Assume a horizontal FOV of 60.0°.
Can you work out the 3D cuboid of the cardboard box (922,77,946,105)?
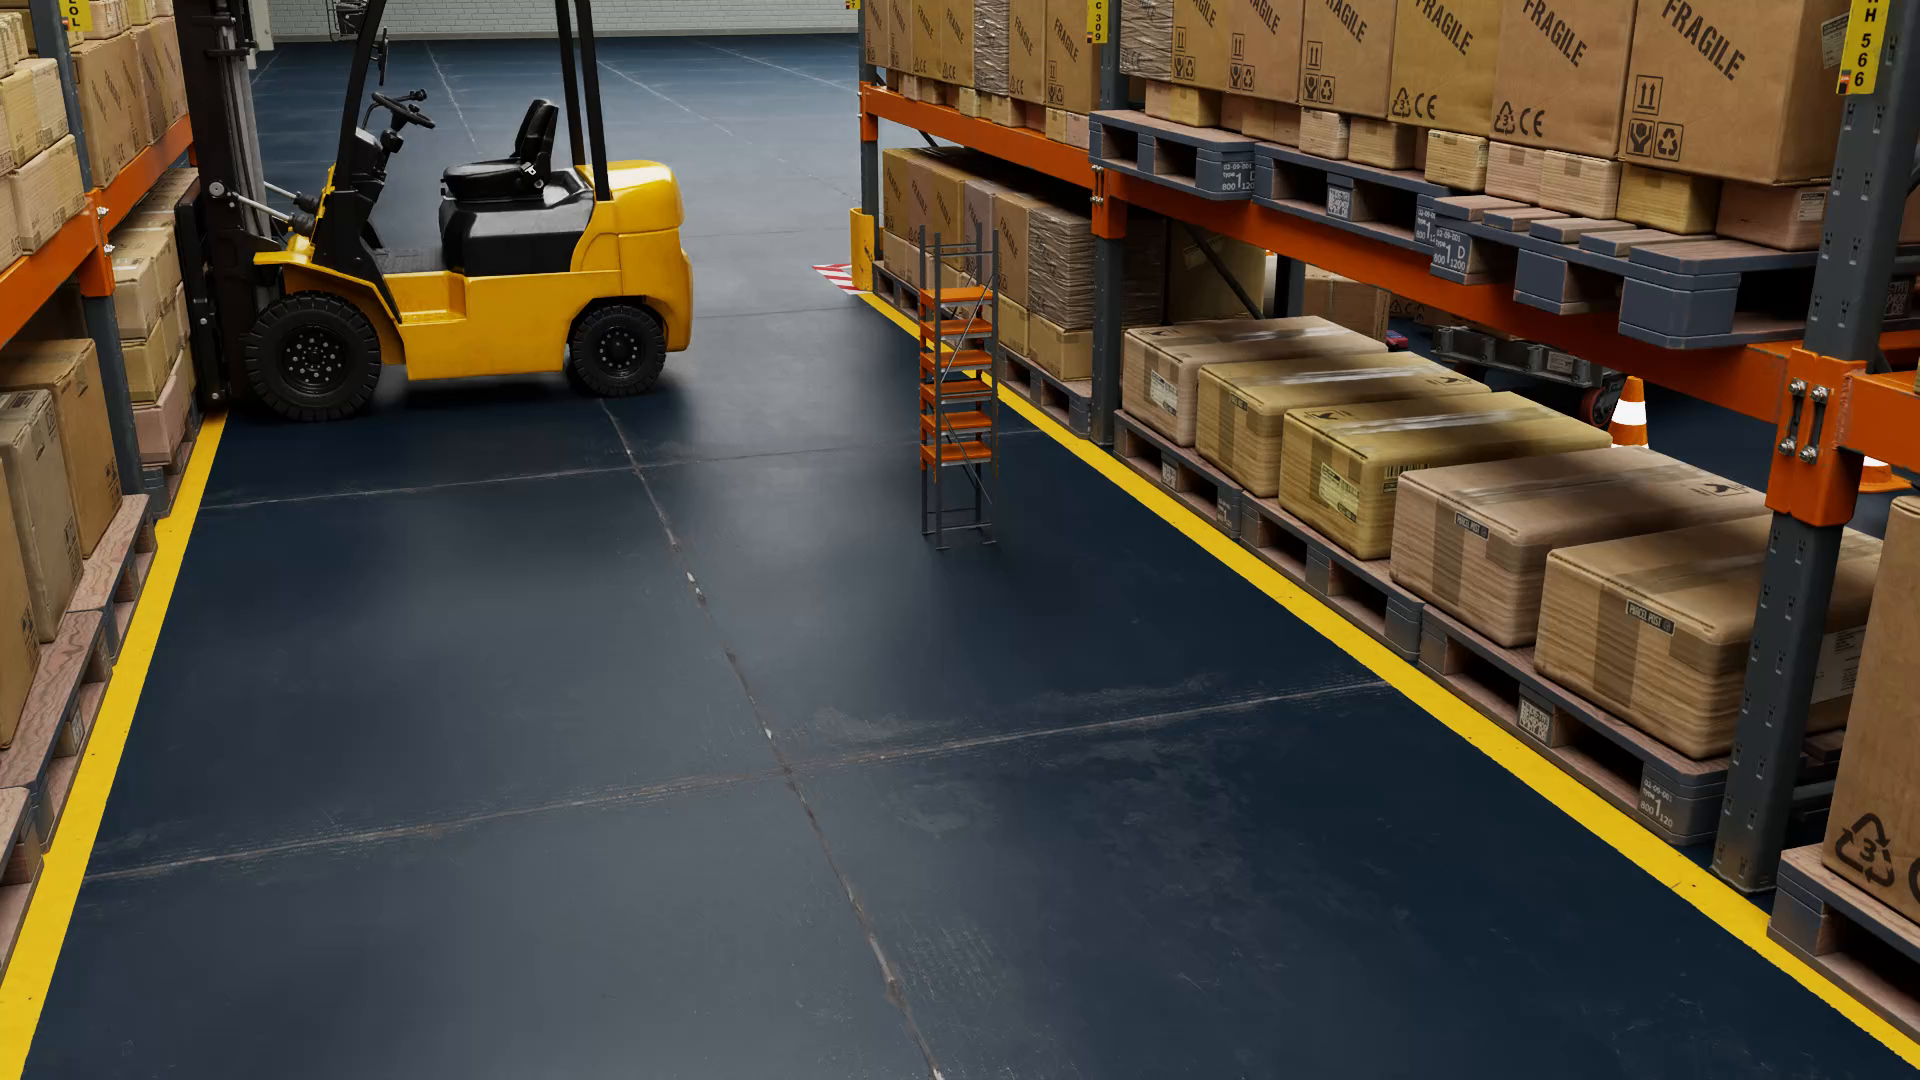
[{"bbox_3d":[-0.005,-2.600,9.590,0.380,0.149,0.250,-6,21,-16],"label":"cardboard box"}]

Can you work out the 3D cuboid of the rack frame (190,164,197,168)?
[{"bbox_3d":[-4.874,-2.660,9.385,1.000,3.000,0.127,-6,21,-17],"label":"rack frame"}]

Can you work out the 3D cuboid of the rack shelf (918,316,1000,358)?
[{"bbox_3d":[-0.005,-0.753,6.160,0.258,0.103,0.180,-6,21,-17],"label":"rack shelf"}]

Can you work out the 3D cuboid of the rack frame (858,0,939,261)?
[{"bbox_3d":[-0.163,-3.189,10.857,1.000,3.000,0.127,-6,21,-17],"label":"rack frame"}]

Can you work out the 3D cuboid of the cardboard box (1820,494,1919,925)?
[{"bbox_3d":[2.489,0.411,3.356,0.875,0.875,0.875,-7,21,-18],"label":"cardboard box"}]

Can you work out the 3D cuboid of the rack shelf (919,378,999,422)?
[{"bbox_3d":[-0.005,-0.528,6.242,0.258,0.103,0.180,-6,21,-17],"label":"rack shelf"}]

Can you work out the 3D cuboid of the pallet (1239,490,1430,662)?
[{"bbox_3d":[1.727,0.049,5.967,1.003,0.211,1.213,-6,21,-17],"label":"pallet"}]

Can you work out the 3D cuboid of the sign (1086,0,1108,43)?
[{"bbox_3d":[0.581,-2.252,6.969,0.100,0.325,0.005,-6,21,-17],"label":"sign"}]

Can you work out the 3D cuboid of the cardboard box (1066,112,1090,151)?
[{"bbox_3d":[0.703,-1.858,7.522,0.380,0.149,0.250,-7,21,-18],"label":"cardboard box"}]

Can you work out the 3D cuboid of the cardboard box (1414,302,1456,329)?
[{"bbox_3d":[3.094,-1.484,9.602,0.797,0.637,0.503,-6,21,-17],"label":"cardboard box"}]

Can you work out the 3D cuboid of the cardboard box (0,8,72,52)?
[{"bbox_3d":[-3.468,-1.859,6.047,0.380,0.149,0.250,-7,21,-18],"label":"cardboard box"}]

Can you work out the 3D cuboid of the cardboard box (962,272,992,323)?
[{"bbox_3d":[0.321,-1.303,9.054,0.500,0.250,0.500,-6,21,-16],"label":"cardboard box"}]

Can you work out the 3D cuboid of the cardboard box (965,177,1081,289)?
[{"bbox_3d":[0.330,-1.649,8.908,0.500,0.500,0.500,-5,20,-14],"label":"cardboard box"}]

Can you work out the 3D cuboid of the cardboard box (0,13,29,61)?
[{"bbox_3d":[-3.299,-1.643,5.445,0.380,0.149,0.250,-6,21,-15],"label":"cardboard box"}]

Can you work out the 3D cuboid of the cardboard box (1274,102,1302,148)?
[{"bbox_3d":[1.317,-1.443,5.747,0.380,0.149,0.250,-6,21,-17],"label":"cardboard box"}]

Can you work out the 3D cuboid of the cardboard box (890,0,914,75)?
[{"bbox_3d":[-0.112,-3.028,9.822,0.500,0.500,0.500,-6,21,-16],"label":"cardboard box"}]

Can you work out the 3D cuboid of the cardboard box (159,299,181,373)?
[{"bbox_3d":[-3.636,-0.865,7.093,0.500,0.250,0.500,-6,21,-17],"label":"cardboard box"}]

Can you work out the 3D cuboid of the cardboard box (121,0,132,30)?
[{"bbox_3d":[-3.935,-2.357,7.435,0.380,0.149,0.250,-7,21,-18],"label":"cardboard box"}]

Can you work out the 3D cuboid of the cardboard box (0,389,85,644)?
[{"bbox_3d":[-3.206,-0.040,4.983,0.875,0.625,0.625,-7,21,-18],"label":"cardboard box"}]

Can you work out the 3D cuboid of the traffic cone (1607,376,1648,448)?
[{"bbox_3d":[2.813,-0.462,7.018,0.336,0.463,0.334,-6,21,-17],"label":"traffic cone"}]

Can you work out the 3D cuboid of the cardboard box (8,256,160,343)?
[{"bbox_3d":[-3.471,-0.939,6.561,0.500,0.250,0.500,-7,21,-18],"label":"cardboard box"}]

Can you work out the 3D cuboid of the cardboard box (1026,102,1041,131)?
[{"bbox_3d":[0.546,-2.110,8.226,0.380,0.149,0.250,-7,21,-18],"label":"cardboard box"}]

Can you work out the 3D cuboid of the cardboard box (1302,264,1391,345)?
[{"bbox_3d":[2.049,-1.218,9.065,0.500,0.500,0.500,8,21,20],"label":"cardboard box"}]

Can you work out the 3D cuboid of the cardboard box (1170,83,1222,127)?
[{"bbox_3d":[1.038,-1.692,6.441,0.380,0.149,0.250,-6,21,-16],"label":"cardboard box"}]

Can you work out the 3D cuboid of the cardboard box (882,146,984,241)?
[{"bbox_3d":[-0.164,-2.149,10.300,0.500,0.500,0.500,-7,21,-19],"label":"cardboard box"}]

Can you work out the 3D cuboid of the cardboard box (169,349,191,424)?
[{"bbox_3d":[-3.629,-0.632,7.184,0.500,0.250,0.500,-7,21,-18],"label":"cardboard box"}]

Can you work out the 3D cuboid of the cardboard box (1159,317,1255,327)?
[{"bbox_3d":[1.165,-1.027,8.284,0.500,0.250,0.500,-7,21,-20],"label":"cardboard box"}]

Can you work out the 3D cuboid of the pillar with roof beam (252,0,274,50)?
[{"bbox_3d":[-10.854,-15.249,35.559,9.100,9.000,0.400,-6,21,-17],"label":"pillar with roof beam"}]

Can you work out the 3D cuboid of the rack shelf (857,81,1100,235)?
[{"bbox_3d":[0.465,-2.208,9.191,1.077,0.370,4.000,-6,21,-17],"label":"rack shelf"}]

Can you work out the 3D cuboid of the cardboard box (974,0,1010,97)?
[{"bbox_3d":[0.382,-2.539,8.459,0.500,0.500,0.500,-6,21,-16],"label":"cardboard box"}]

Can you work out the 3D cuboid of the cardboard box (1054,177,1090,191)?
[{"bbox_3d":[0.824,-1.717,9.095,0.500,0.500,0.500,-5,20,-14],"label":"cardboard box"}]

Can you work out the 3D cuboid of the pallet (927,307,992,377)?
[{"bbox_3d":[0.462,-1.197,9.436,1.003,0.211,1.213,-6,21,-17],"label":"pallet"}]

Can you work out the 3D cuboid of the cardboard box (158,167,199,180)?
[{"bbox_3d":[-4.434,-1.920,9.291,0.500,0.250,0.500,-6,21,-15],"label":"cardboard box"}]

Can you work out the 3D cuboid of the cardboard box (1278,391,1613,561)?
[{"bbox_3d":[1.710,-0.245,5.926,0.950,0.372,0.625,-6,21,-15],"label":"cardboard box"}]

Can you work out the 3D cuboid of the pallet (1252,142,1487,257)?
[{"bbox_3d":[1.690,-1.162,5.498,1.003,0.211,1.213,-6,21,-17],"label":"pallet"}]

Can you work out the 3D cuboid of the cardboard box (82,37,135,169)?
[{"bbox_3d":[-3.688,-1.759,6.728,0.500,0.500,0.500,-6,21,-16],"label":"cardboard box"}]

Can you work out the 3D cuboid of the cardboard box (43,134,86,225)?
[{"bbox_3d":[-3.210,-1.172,5.464,0.500,0.250,0.500,-6,21,-16],"label":"cardboard box"}]

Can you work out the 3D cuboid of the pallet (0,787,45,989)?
[{"bbox_3d":[-2.582,0.951,3.456,1.003,0.211,1.213,-6,21,-17],"label":"pallet"}]

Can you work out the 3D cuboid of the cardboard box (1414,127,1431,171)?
[{"bbox_3d":[1.619,-1.198,5.065,0.380,0.149,0.250,-6,21,-17],"label":"cardboard box"}]

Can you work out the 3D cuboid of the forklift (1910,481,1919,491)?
[{"bbox_3d":[4.332,-0.923,4.650,1.130,2.935,3.031,-5,20,-13],"label":"forklift"}]

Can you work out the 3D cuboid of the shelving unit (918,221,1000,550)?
[{"bbox_3d":[-0.005,-0.569,6.227,0.258,1.200,0.189,-6,21,-17],"label":"shelving unit"}]

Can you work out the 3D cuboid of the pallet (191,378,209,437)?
[{"bbox_3d":[-4.214,-0.716,8.097,1.003,0.211,1.213,-6,21,-17],"label":"pallet"}]

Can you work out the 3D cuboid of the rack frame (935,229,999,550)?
[{"bbox_3d":[0.024,-0.540,6.145,0.240,1.200,0.006,-6,21,-17],"label":"rack frame"}]

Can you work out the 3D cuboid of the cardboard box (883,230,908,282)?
[{"bbox_3d":[-0.172,-1.804,10.448,0.500,0.250,0.500,-7,21,-18],"label":"cardboard box"}]

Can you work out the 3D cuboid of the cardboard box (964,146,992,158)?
[{"bbox_3d":[0.336,-2.216,10.485,0.500,0.500,0.500,-6,21,-17],"label":"cardboard box"}]

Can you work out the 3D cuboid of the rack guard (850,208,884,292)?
[{"bbox_3d":[-0.139,-1.988,11.211,1.175,0.500,0.348,-6,21,-17],"label":"rack guard"}]

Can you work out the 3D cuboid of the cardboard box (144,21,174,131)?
[{"bbox_3d":[-4.155,-2.245,8.082,0.500,0.500,0.500,-7,21,-18],"label":"cardboard box"}]

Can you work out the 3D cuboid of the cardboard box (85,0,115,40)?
[{"bbox_3d":[-3.666,-2.110,6.745,0.380,0.149,0.250,-6,21,-16],"label":"cardboard box"}]

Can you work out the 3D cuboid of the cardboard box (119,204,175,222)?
[{"bbox_3d":[-3.947,-1.432,7.933,0.500,0.250,0.500,-7,21,-18],"label":"cardboard box"}]

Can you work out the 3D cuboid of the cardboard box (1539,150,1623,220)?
[{"bbox_3d":[1.750,-0.935,4.334,0.380,0.149,0.250,-7,21,-18],"label":"cardboard box"}]

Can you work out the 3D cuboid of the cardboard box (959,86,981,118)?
[{"bbox_3d":[0.214,-2.347,8.886,0.380,0.149,0.250,-6,21,-17],"label":"cardboard box"}]

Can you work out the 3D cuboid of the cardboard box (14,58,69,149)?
[{"bbox_3d":[-3.220,-1.411,5.389,0.500,0.250,0.500,-7,21,-18],"label":"cardboard box"}]

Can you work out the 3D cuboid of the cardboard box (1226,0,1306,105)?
[{"bbox_3d":[1.269,-1.788,5.748,0.500,0.500,0.500,-7,21,-18],"label":"cardboard box"}]

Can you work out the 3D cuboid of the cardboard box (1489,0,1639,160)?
[{"bbox_3d":[1.771,-1.287,4.353,0.500,0.500,0.500,-7,21,-18],"label":"cardboard box"}]

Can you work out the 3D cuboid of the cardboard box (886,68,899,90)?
[{"bbox_3d":[-0.253,-2.939,10.534,0.380,0.149,0.250,-6,21,-17],"label":"cardboard box"}]

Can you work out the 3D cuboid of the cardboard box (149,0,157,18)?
[{"bbox_3d":[-4.367,-2.762,8.562,0.380,0.149,0.250,-6,21,-16],"label":"cardboard box"}]
